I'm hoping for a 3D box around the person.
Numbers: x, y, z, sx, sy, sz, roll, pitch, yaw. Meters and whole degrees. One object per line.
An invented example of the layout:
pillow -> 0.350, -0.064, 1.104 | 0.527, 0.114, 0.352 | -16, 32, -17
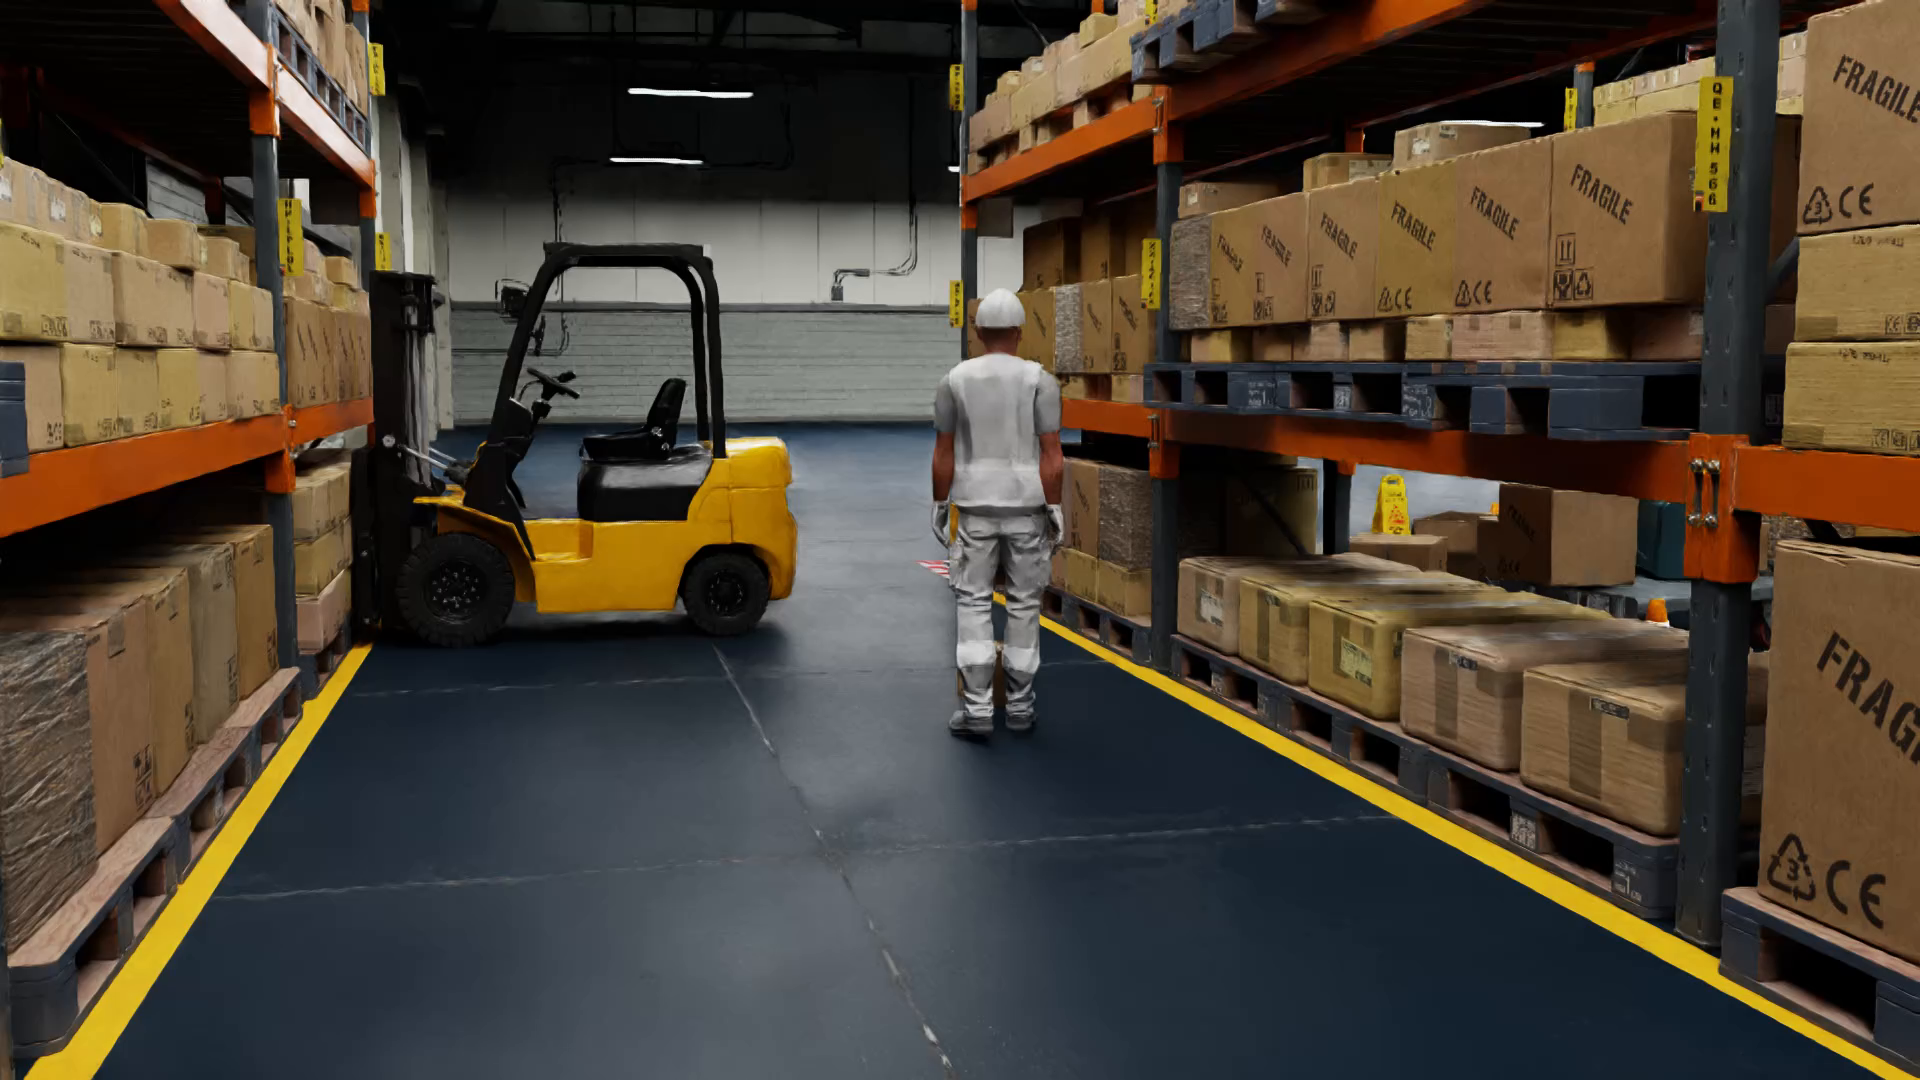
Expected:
person -> 8.726, -1.968, 24.323 | 11.204, 1.801, 38.278 | 1, 6, 10
